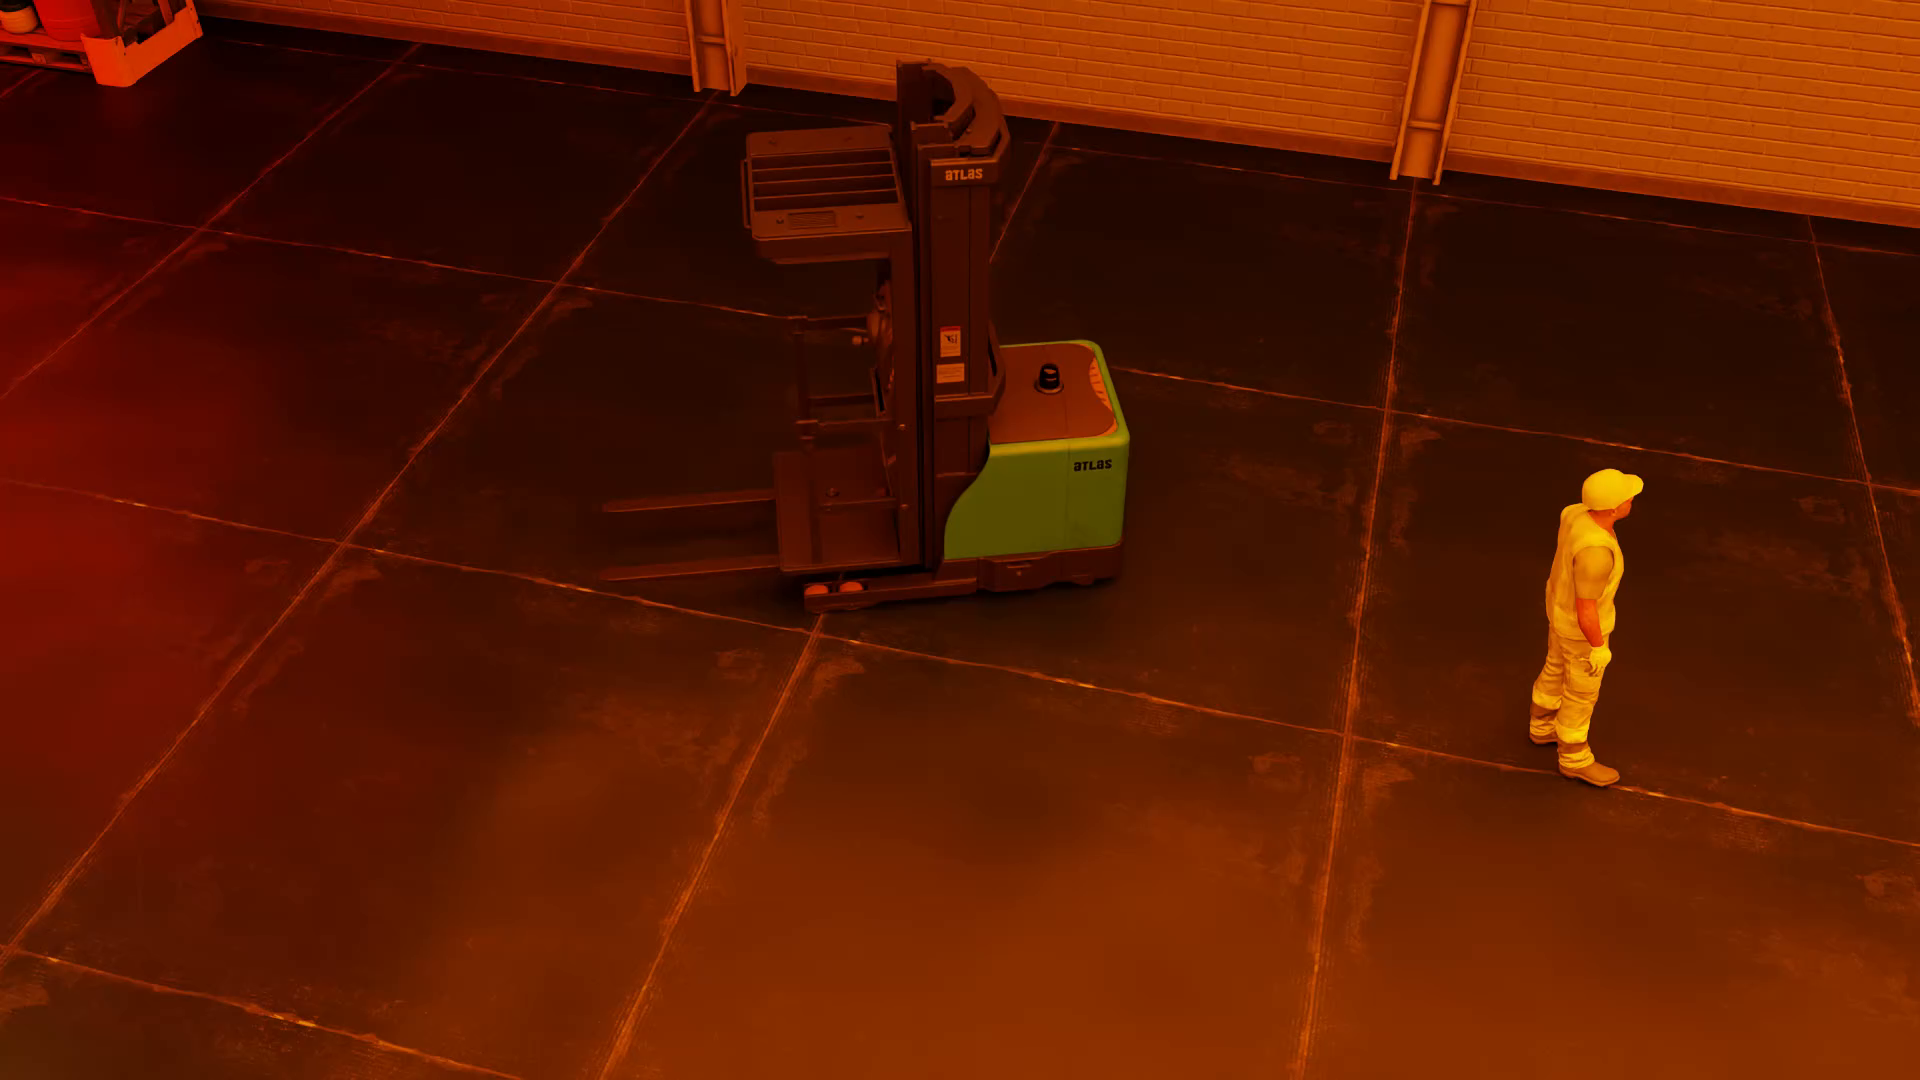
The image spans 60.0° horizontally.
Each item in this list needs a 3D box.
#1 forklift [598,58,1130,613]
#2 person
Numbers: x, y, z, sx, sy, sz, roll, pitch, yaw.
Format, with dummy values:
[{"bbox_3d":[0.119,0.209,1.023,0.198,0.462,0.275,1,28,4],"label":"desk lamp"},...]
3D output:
[{"bbox_3d":[-0.604,-1.052,9.062,3.031,2.935,1.130,-5,41,-5],"label":"forklift"},{"bbox_3d":[3.164,0.397,8.264,0.562,1.790,0.638,4,41,5],"label":"person"}]
